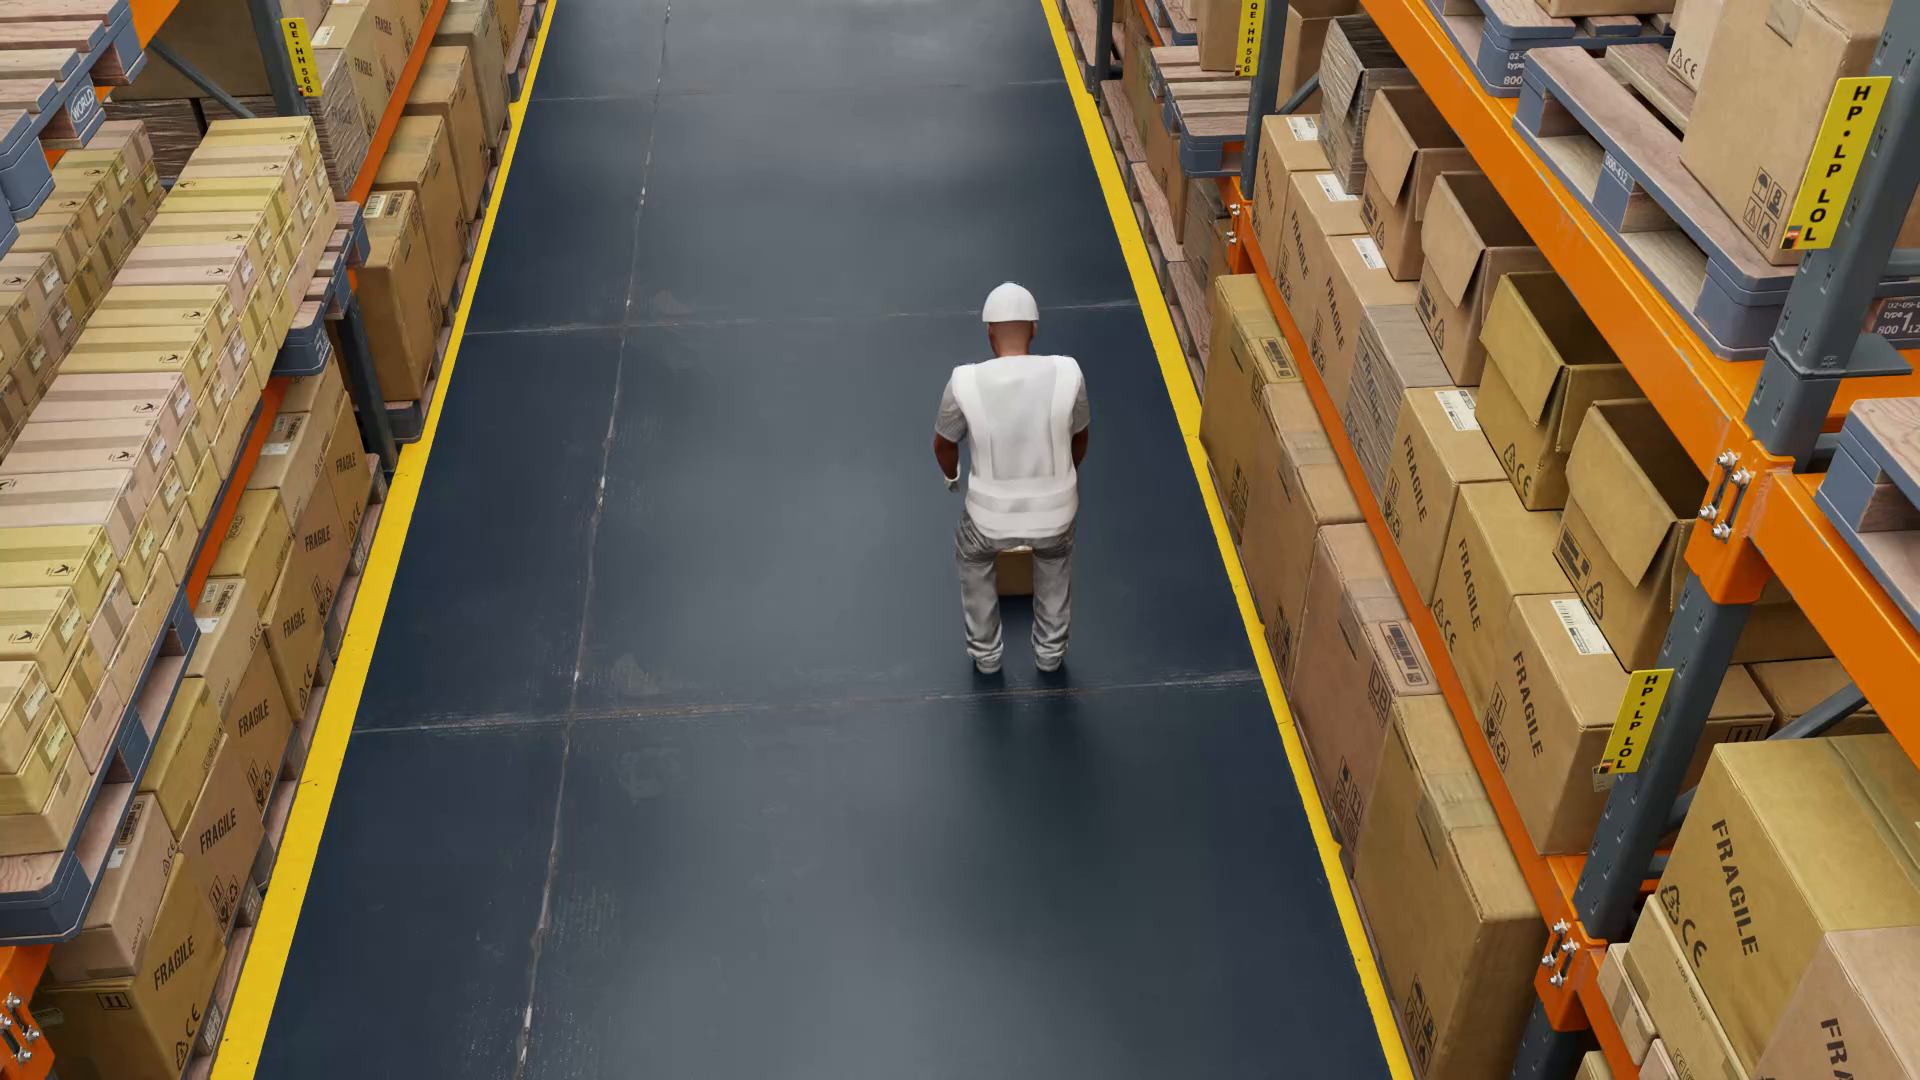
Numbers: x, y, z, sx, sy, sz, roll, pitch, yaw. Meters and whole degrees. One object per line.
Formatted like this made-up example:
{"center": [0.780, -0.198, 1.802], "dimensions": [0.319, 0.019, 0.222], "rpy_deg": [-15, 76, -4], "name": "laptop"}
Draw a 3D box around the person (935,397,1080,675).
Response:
{"center": [0.193, 0.021, 6.779], "dimensions": [0.574, 0.954, 0.912], "rpy_deg": [-2, 39, -3], "name": "person"}
